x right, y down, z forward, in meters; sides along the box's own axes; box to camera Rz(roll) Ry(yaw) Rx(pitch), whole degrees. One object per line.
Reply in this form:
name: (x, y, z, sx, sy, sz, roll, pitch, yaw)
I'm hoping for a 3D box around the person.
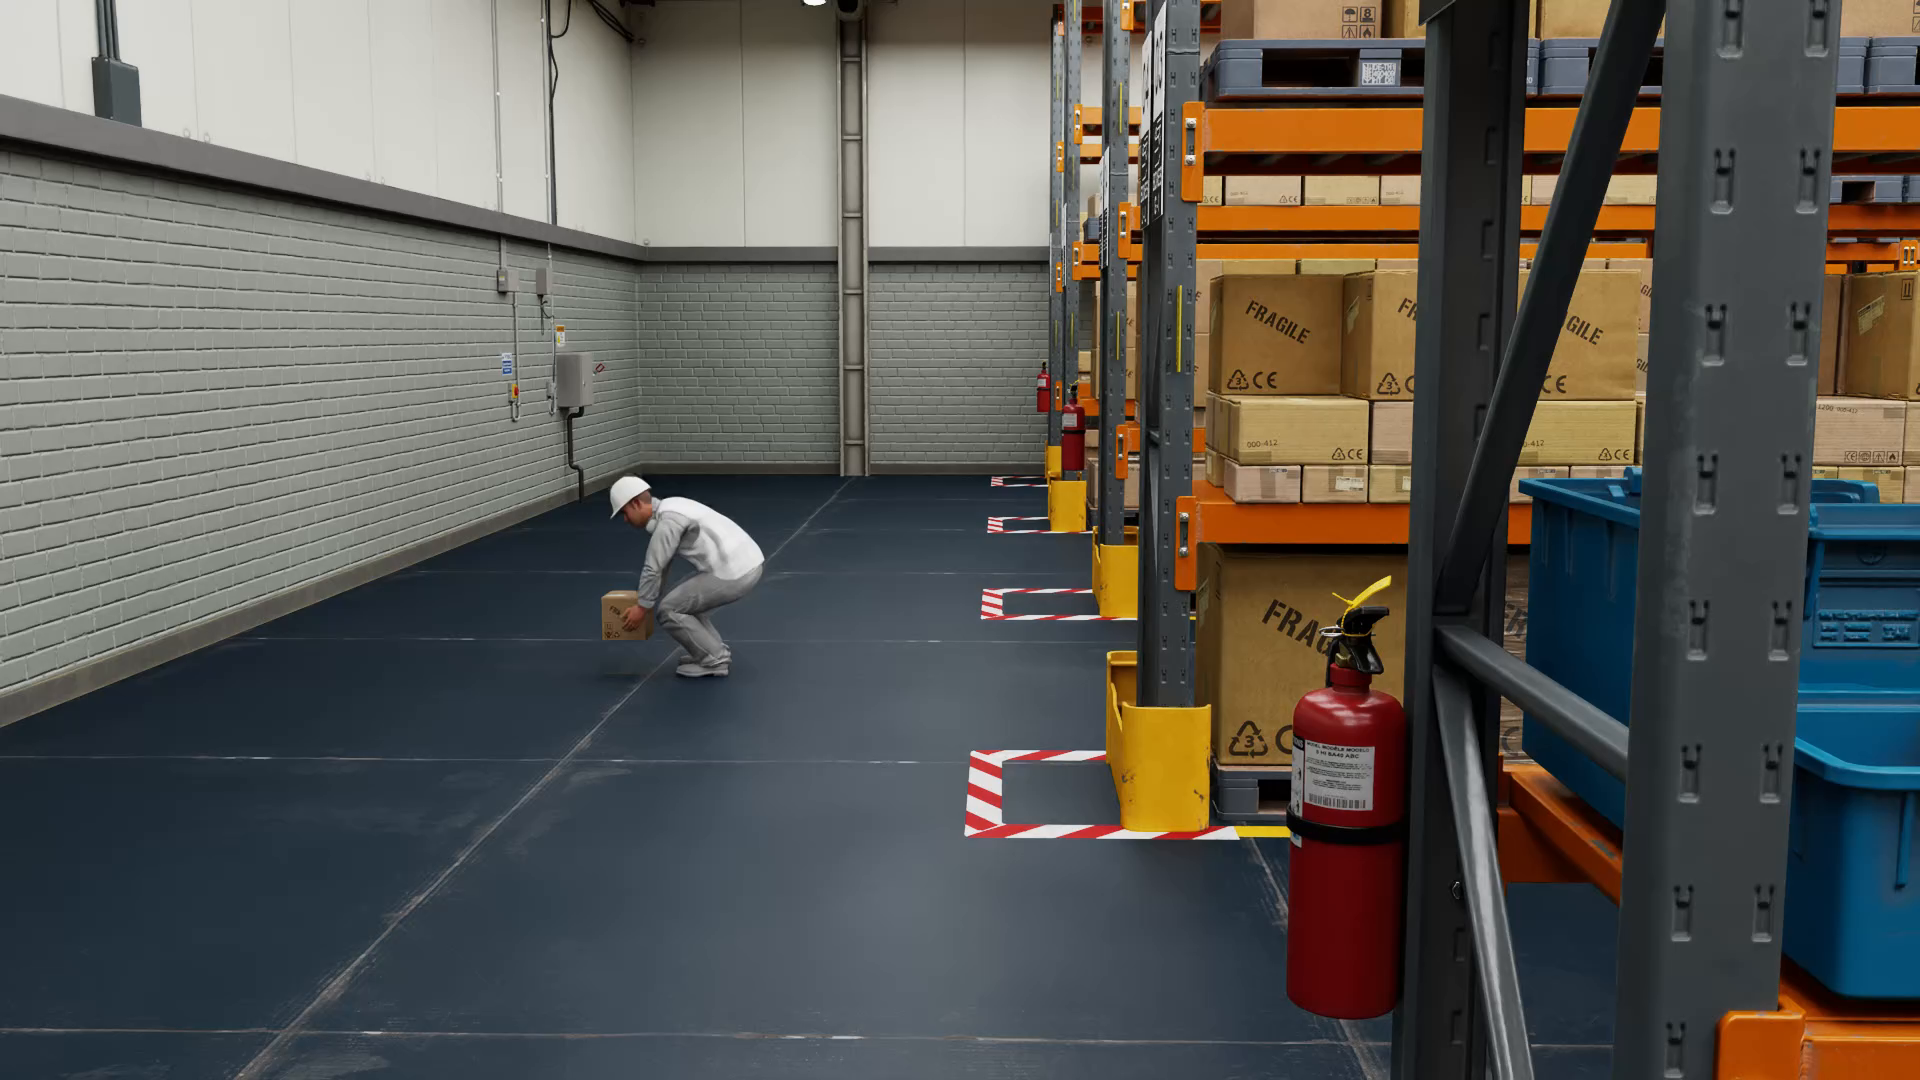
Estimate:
person: (-1.570, 0.203, 9.587, 0.862, 1.144, 0.560, 0, 7, 1)
